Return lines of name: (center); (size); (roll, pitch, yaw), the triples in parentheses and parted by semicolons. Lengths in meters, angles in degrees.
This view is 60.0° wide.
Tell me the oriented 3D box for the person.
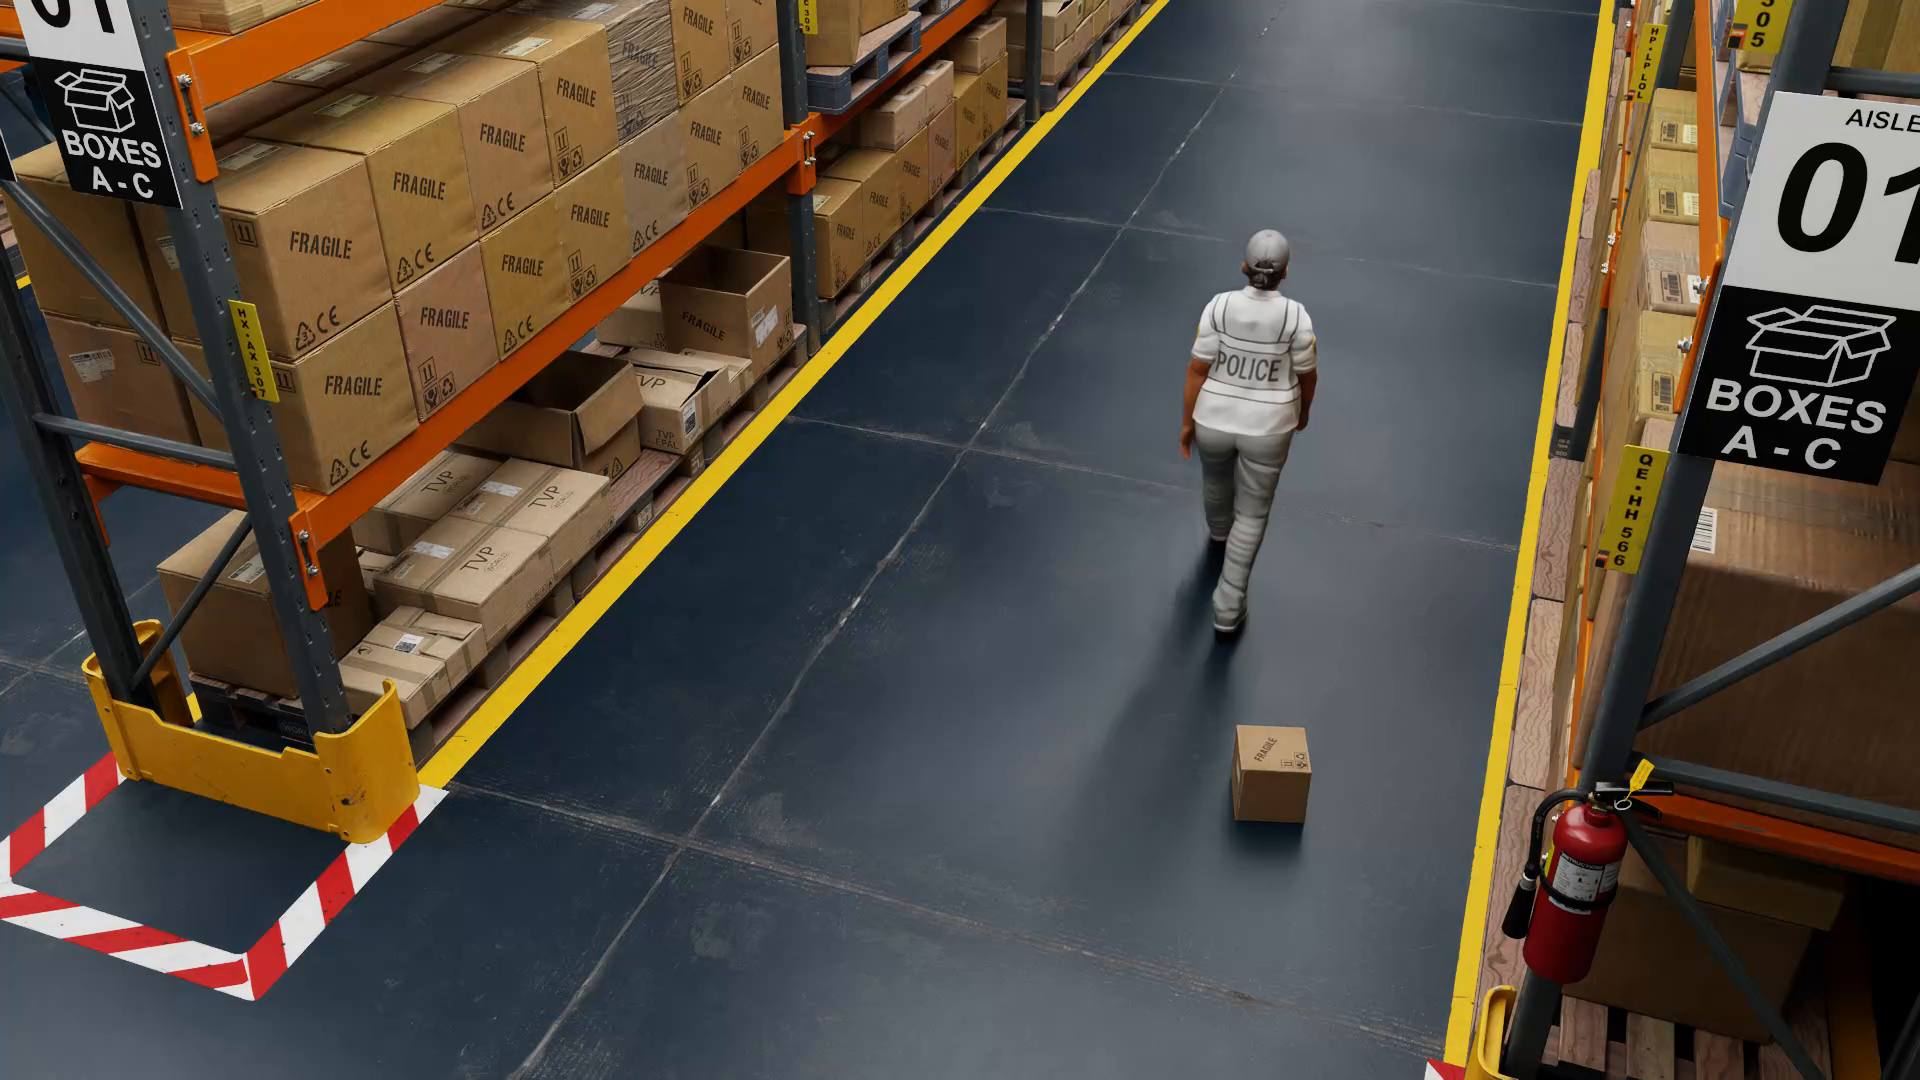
person: (1.201, -0.503, 6.908); (0.501, 1.635, 0.967); (13, 36, 19)
